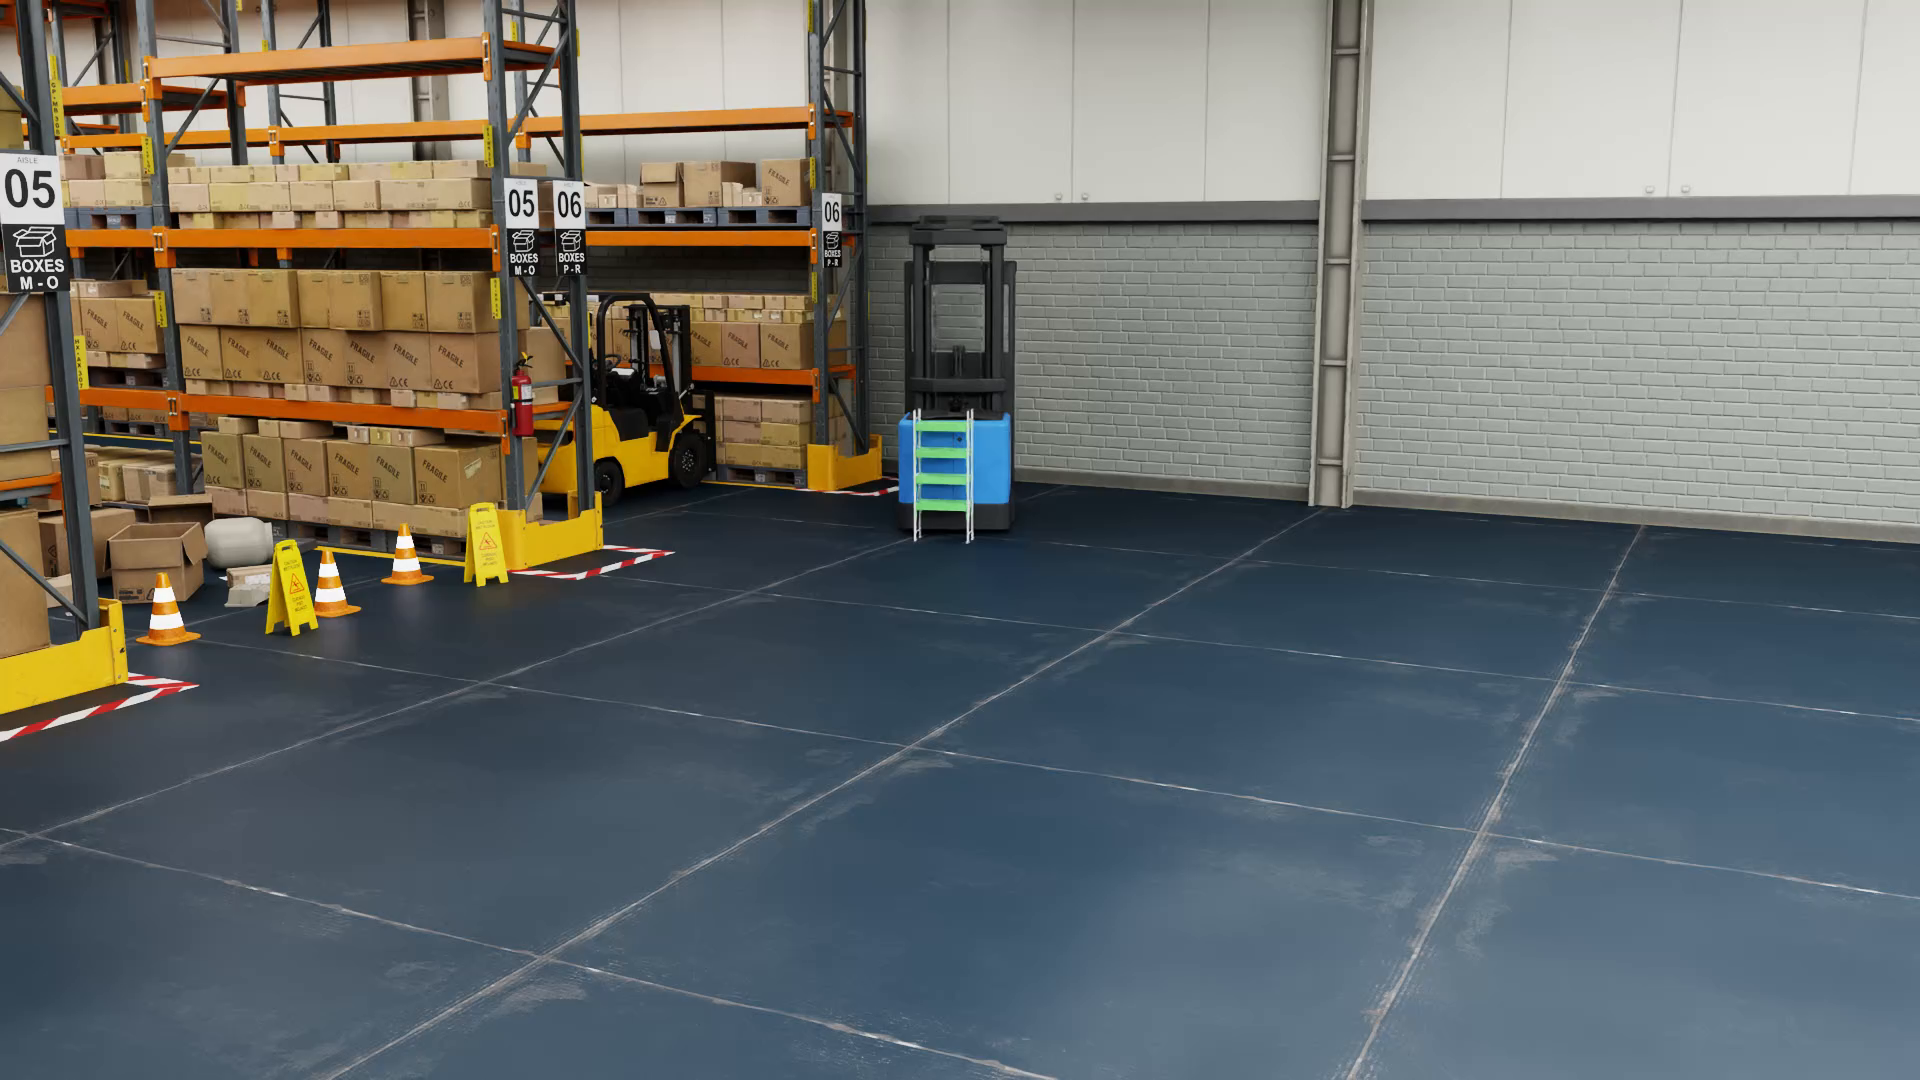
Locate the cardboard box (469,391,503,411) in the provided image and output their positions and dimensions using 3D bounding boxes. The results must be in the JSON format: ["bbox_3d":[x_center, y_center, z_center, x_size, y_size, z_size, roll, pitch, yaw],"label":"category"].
[{"bbox_3d":[-3.934,-1.194,14.109,0.250,0.149,0.380,5,12,28],"label":"cardboard box"}]

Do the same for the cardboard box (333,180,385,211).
[{"bbox_3d":[-5.000,-2.948,14.259,0.500,0.250,0.500,5,12,27],"label":"cardboard box"}]

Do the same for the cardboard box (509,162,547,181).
[{"bbox_3d":[-3.732,-3.127,14.132,0.250,0.149,0.380,5,11,25],"label":"cardboard box"}]

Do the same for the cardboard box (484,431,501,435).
[{"bbox_3d":[-5.371,-1.508,20.627,0.625,0.625,0.875,6,12,28],"label":"cardboard box"}]

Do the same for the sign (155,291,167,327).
[{"bbox_3d":[-7.333,-2.118,15.260,0.005,0.325,0.100,5,11,26],"label":"sign"}]

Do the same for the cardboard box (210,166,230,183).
[{"bbox_3d":[-6.474,-3.267,14.903,0.250,0.149,0.380,5,11,24],"label":"cardboard box"}]

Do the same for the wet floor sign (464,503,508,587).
[{"bbox_3d":[-3.807,0.022,13.295,0.267,0.644,0.232,-10,14,-43],"label":"wet floor sign"}]

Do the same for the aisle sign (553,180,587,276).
[{"bbox_3d":[-3.311,-2.646,14.128,0.004,0.787,0.394,5,11,26],"label":"aisle sign"}]

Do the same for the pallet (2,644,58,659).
[{"bbox_3d":[-6.355,0.798,10.228,1.213,0.211,1.003,5,11,26],"label":"pallet"}]

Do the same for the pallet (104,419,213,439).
[{"bbox_3d":[-11.326,-1.630,23.647,1.213,0.211,1.003,5,11,26],"label":"pallet"}]

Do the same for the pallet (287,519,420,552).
[{"bbox_3d":[-5.375,-0.122,15.311,1.213,0.211,1.003,5,11,26],"label":"pallet"}]

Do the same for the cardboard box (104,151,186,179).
[{"bbox_3d":[-7.667,-3.517,15.658,0.500,0.250,0.500,5,12,27],"label":"cardboard box"}]

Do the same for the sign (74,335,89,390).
[{"bbox_3d":[-5.352,-1.077,10.103,0.005,0.325,0.100,5,11,26],"label":"sign"}]

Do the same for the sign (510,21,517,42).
[{"bbox_3d":[-5.127,-5.793,19.127,0.005,0.325,0.100,5,11,26],"label":"sign"}]

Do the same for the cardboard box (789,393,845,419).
[{"bbox_3d":[-1.658,-1.529,18.989,0.500,0.250,0.500,5,11,25],"label":"cardboard box"}]

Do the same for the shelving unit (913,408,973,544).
[{"bbox_3d":[-0.149,-0.587,15.102,0.503,1.200,0.258,2,10,10],"label":"shelving unit"}]

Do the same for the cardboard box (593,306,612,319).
[{"bbox_3d":[-4.061,-2.664,19.425,0.250,0.149,0.380,5,12,27],"label":"cardboard box"}]

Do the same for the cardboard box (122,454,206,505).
[{"bbox_3d":[-7.562,-0.592,16.277,0.625,0.372,0.950,5,11,27],"label":"cardboard box"}]

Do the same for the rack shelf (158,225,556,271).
[{"bbox_3d":[-5.297,-2.602,14.780,4.000,0.370,1.077,5,11,26],"label":"rack shelf"}]

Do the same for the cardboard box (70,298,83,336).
[{"bbox_3d":[-8.512,-2.120,16.225,0.500,0.500,0.500,5,12,28],"label":"cardboard box"}]

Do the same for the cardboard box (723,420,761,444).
[{"bbox_3d":[-2.331,-1.244,18.821,0.500,0.250,0.500,5,11,25],"label":"cardboard box"}]

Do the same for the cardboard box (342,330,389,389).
[{"bbox_3d":[-5.006,-1.597,14.513,0.500,0.500,0.500,5,11,26],"label":"cardboard box"}]

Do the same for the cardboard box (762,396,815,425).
[{"bbox_3d":[-1.862,-1.447,18.538,0.500,0.250,0.500,5,12,28],"label":"cardboard box"}]

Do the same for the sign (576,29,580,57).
[{"bbox_3d":[-4.630,-6.007,20.083,0.005,0.325,0.100,5,11,26],"label":"sign"}]

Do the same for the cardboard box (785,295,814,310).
[{"bbox_3d":[-1.725,-2.624,18.371,0.250,0.149,0.380,5,11,26],"label":"cardboard box"}]

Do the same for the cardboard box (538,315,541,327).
[{"bbox_3d":[-5.451,-2.600,20.193,0.500,0.250,0.500,5,11,25],"label":"cardboard box"}]

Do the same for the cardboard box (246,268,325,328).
[{"bbox_3d":[-5.905,-2.168,14.863,0.500,0.500,0.700,5,11,25],"label":"cardboard box"}]

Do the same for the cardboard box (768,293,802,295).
[{"bbox_3d":[-1.980,-2.735,18.982,0.250,0.149,0.380,5,12,27],"label":"cardboard box"}]

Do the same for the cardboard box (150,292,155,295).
[{"bbox_3d":[-10.569,-3.140,22.698,0.500,0.500,0.700,5,11,26],"label":"cardboard box"}]

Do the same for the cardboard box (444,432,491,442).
[{"bbox_3d":[-4.597,-0.695,15.082,0.500,0.500,0.500,5,11,24],"label":"cardboard box"}]

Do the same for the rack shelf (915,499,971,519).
[{"bbox_3d":[-0.149,-0.288,15.156,0.480,0.148,0.258,2,10,10],"label":"rack shelf"}]

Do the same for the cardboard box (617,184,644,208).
[{"bbox_3d":[-3.701,-3.931,19.020,0.258,0.266,0.396,5,11,24],"label":"cardboard box"}]

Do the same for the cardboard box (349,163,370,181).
[{"bbox_3d":[-5.033,-3.163,14.330,0.250,0.149,0.380,5,11,24],"label":"cardboard box"}]

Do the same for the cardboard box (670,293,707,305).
[{"bbox_3d":[-3.103,-2.744,19.034,0.250,0.149,0.380,5,11,27],"label":"cardboard box"}]

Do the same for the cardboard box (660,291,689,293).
[{"bbox_3d":[-3.344,-2.862,19.684,0.250,0.149,0.380,5,11,25],"label":"cardboard box"}]

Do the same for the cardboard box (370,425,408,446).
[{"bbox_3d":[-4.920,-0.924,14.527,0.250,0.149,0.380,5,12,27],"label":"cardboard box"}]

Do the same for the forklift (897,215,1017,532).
[{"bbox_3d":[0.011,-1.739,16.607,1.130,2.935,3.031,0,10,3],"label":"forklift"}]

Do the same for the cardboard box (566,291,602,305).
[{"bbox_3d":[-4.461,-2.869,19.724,0.250,0.149,0.380,5,11,27],"label":"cardboard box"}]

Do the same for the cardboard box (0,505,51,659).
[{"bbox_3d":[-6.241,0.272,10.089,0.875,0.875,0.875,5,11,26],"label":"cardboard box"}]

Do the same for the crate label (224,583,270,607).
[{"bbox_3d":[-5.379,0.411,12.576,0.298,0.136,0.250,-1,10,-4],"label":"crate label"}]

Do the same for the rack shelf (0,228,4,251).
[{"bbox_3d":[-7.397,-1.803,10.368,4.000,0.370,1.077,5,11,26],"label":"rack shelf"}]

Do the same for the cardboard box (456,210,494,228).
[{"bbox_3d":[-3.947,-2.658,13.776,0.250,0.149,0.380,5,11,26],"label":"cardboard box"}]

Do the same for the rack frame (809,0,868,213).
[{"bbox_3d":[-1.311,-5.067,17.960,0.127,3.000,1.000,5,11,26],"label":"rack frame"}]

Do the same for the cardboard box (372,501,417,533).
[{"bbox_3d":[-4.809,-0.239,14.667,0.500,0.250,0.500,5,11,26],"label":"cardboard box"}]

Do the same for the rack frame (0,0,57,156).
[{"bbox_3d":[-5.603,-3.476,9.166,0.127,3.000,1.000,5,11,26],"label":"rack frame"}]

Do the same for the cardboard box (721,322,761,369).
[{"bbox_3d":[-2.329,-2.204,18.702,0.500,0.500,0.500,5,12,28],"label":"cardboard box"}]

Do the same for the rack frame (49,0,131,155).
[{"bbox_3d":[-12.072,-6.013,23.185,0.127,3.000,1.000,5,11,26],"label":"rack frame"}]

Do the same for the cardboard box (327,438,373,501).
[{"bbox_3d":[-5.257,-0.648,14.822,0.500,0.500,0.500,5,11,24],"label":"cardboard box"}]

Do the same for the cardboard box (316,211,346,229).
[{"bbox_3d":[-5.345,-2.772,14.406,0.250,0.149,0.380,5,11,25],"label":"cardboard box"}]

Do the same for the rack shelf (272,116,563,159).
[{"bbox_3d":[-6.691,-4.989,20.672,4.000,0.370,1.077,5,11,26],"label":"rack shelf"}]

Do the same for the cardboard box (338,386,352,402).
[{"bbox_3d":[-5.296,-1.317,14.792,0.250,0.149,0.380,5,11,26],"label":"cardboard box"}]

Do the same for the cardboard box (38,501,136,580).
[{"bbox_3d":[-7.041,0.033,13.253,0.503,0.637,0.797,5,11,26],"label":"cardboard box"}]

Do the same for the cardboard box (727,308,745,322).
[{"bbox_3d":[-2.411,-2.533,18.701,0.250,0.149,0.380,5,11,25],"label":"cardboard box"}]

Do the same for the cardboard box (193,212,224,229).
[{"bbox_3d":[-6.711,-2.896,15.092,0.250,0.149,0.380,5,11,26],"label":"cardboard box"}]

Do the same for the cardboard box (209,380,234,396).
[{"bbox_3d":[-6.701,-1.426,15.392,0.250,0.149,0.380,5,12,27],"label":"cardboard box"}]
